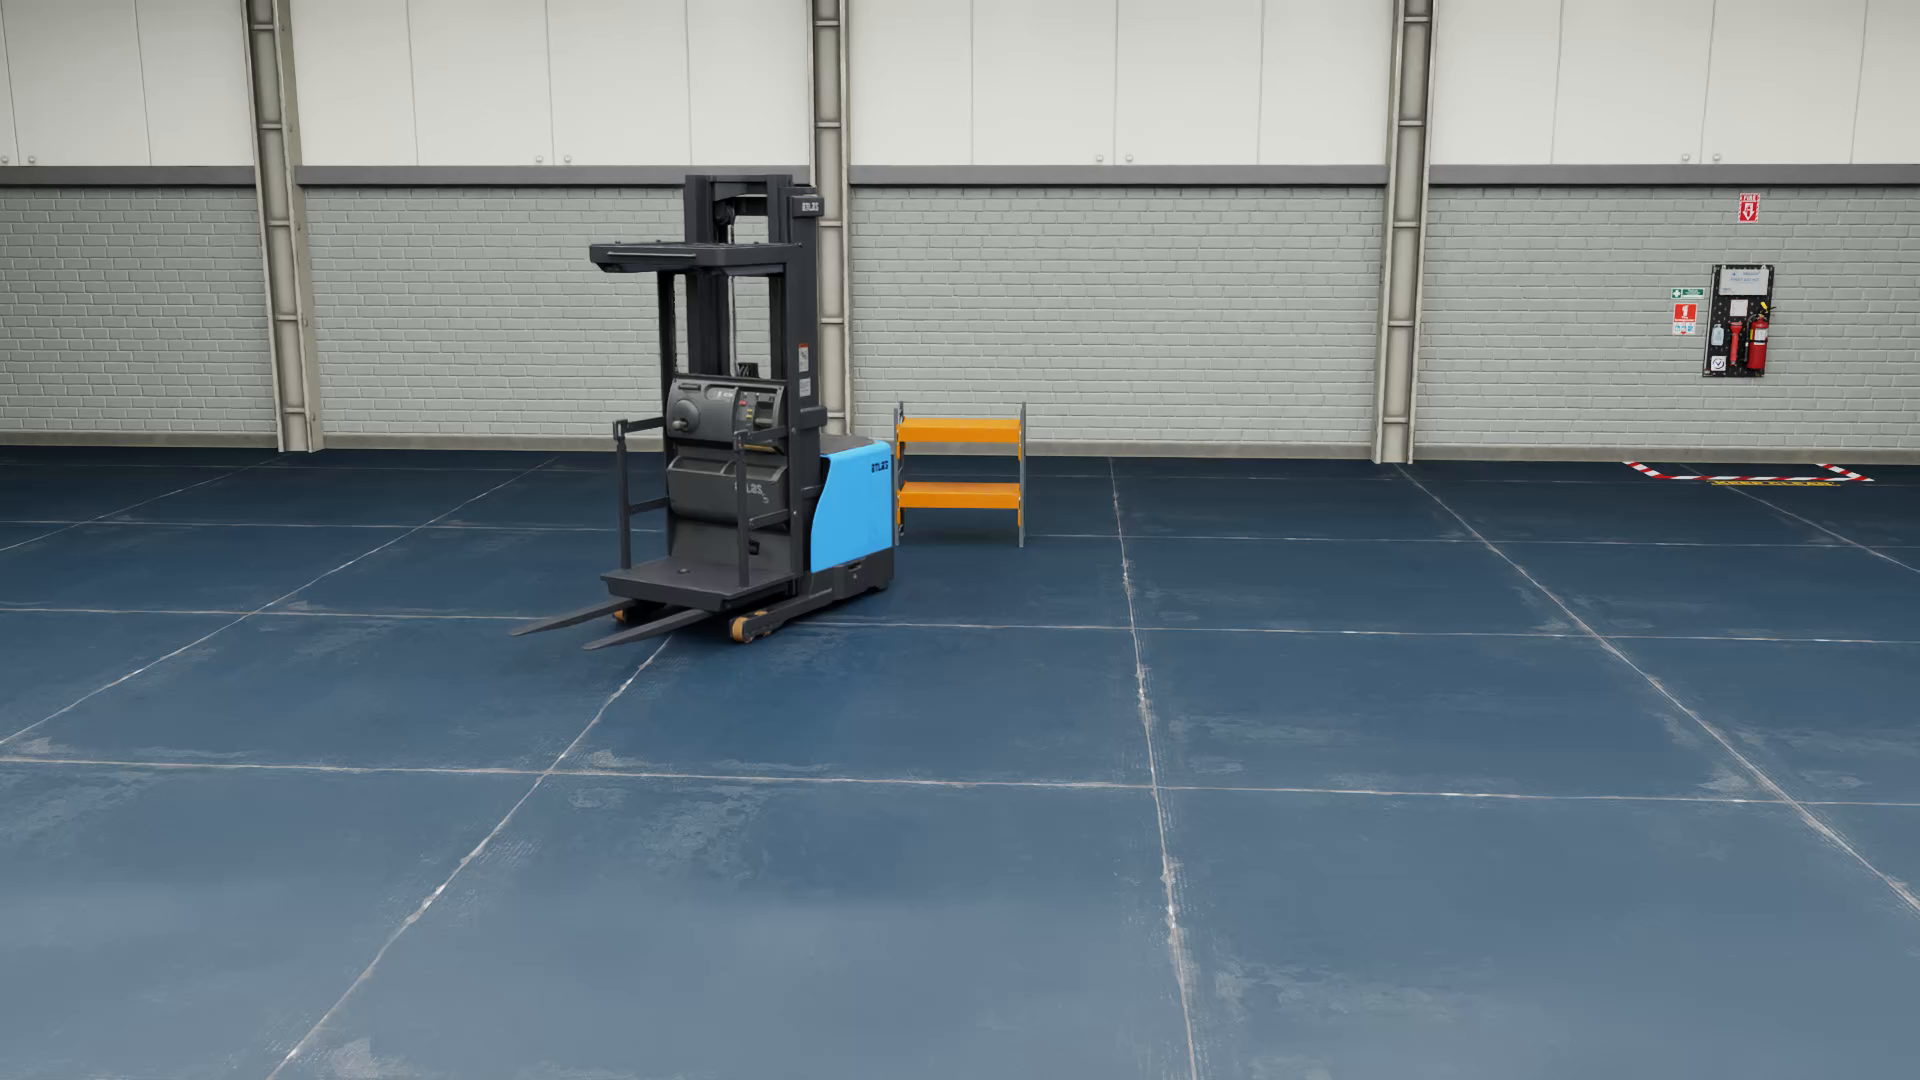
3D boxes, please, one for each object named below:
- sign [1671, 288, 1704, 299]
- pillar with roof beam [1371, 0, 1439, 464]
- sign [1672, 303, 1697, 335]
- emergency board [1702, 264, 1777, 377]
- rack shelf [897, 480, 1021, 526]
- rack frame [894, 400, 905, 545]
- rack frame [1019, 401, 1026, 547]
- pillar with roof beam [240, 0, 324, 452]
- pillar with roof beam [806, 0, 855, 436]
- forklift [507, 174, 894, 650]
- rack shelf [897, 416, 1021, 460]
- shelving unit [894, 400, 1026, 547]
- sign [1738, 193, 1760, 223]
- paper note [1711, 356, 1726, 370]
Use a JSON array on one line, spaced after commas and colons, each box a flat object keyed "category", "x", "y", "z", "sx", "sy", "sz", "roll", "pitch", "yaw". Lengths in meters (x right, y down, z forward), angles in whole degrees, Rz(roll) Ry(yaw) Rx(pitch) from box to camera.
[{"category": "sign", "x": 7.600, "y": -2.574, "z": 17.367, "sx": 0.331, "sy": 0.109, "sz": 0.001, "roll": 1, "pitch": 12, "yaw": 4}, {"category": "pillar with roof beam", "x": 4.330, "y": -4.368, "z": 12.672, "sx": 0.400, "sy": 9.000, "sz": 9.100, "roll": 1, "pitch": 12, "yaw": 4}, {"category": "sign", "x": 7.596, "y": -2.317, "z": 17.431, "sx": 0.234, "sy": 0.329, "sz": 0.001, "roll": 1, "pitch": 12, "yaw": 4}, {"category": "emergency board", "x": 8.141, "y": -2.271, "z": 17.297, "sx": 0.643, "sy": 1.169, "sz": 0.194, "roll": 1, "pitch": 12, "yaw": 4}, {"category": "rack shelf", "x": 0.007, "y": -0.311, "z": 13.703, "sx": 1.000, "sy": 0.278, "sz": 0.538, "roll": 1, "pitch": 12, "yaw": 4}, {"category": "rack frame", "x": -0.500, "y": -0.557, "z": 13.686, "sx": 0.032, "sy": 1.125, "sz": 0.500, "roll": 1, "pitch": 12, "yaw": 4}, {"category": "rack frame", "x": 0.514, "y": -0.544, "z": 13.619, "sx": 0.032, "sy": 1.125, "sz": 0.500, "roll": 1, "pitch": 12, "yaw": 4}, {"category": "pillar with roof beam", "x": -7.643, "y": -4.532, "z": 13.457, "sx": 0.400, "sy": 9.000, "sz": 9.100, "roll": 1, "pitch": 12, "yaw": 4}, {"category": "pillar with roof beam", "x": -1.656, "y": -4.450, "z": 13.065, "sx": 0.400, "sy": 9.000, "sz": 9.100, "roll": 1, "pitch": 12, "yaw": 4}, {"category": "forklift", "x": -1.664, "y": -0.884, "z": 10.834, "sx": 1.130, "sy": 2.935, "sz": 3.031, "roll": 7, "pitch": 14, "yaw": 30}, {"category": "rack shelf", "x": 0.007, "y": -0.837, "z": 13.593, "sx": 1.000, "sy": 0.278, "sz": 0.538, "roll": 1, "pitch": 12, "yaw": 4}, {"category": "shelving unit", "x": 0.007, "y": -0.550, "z": 13.652, "sx": 1.048, "sy": 1.125, "sz": 0.538, "roll": 1, "pitch": 12, "yaw": 4}, {"category": "sign", "x": 8.140, "y": -3.426, "z": 17.158, "sx": 0.199, "sy": 0.298, "sz": 0.001, "roll": 1, "pitch": 12, "yaw": 4}, {"category": "paper note", "x": 7.969, "y": -1.856, "z": 17.466, "sx": 0.142, "sy": 0.148, "sz": 0.016, "roll": 1, "pitch": 12, "yaw": 4}]
